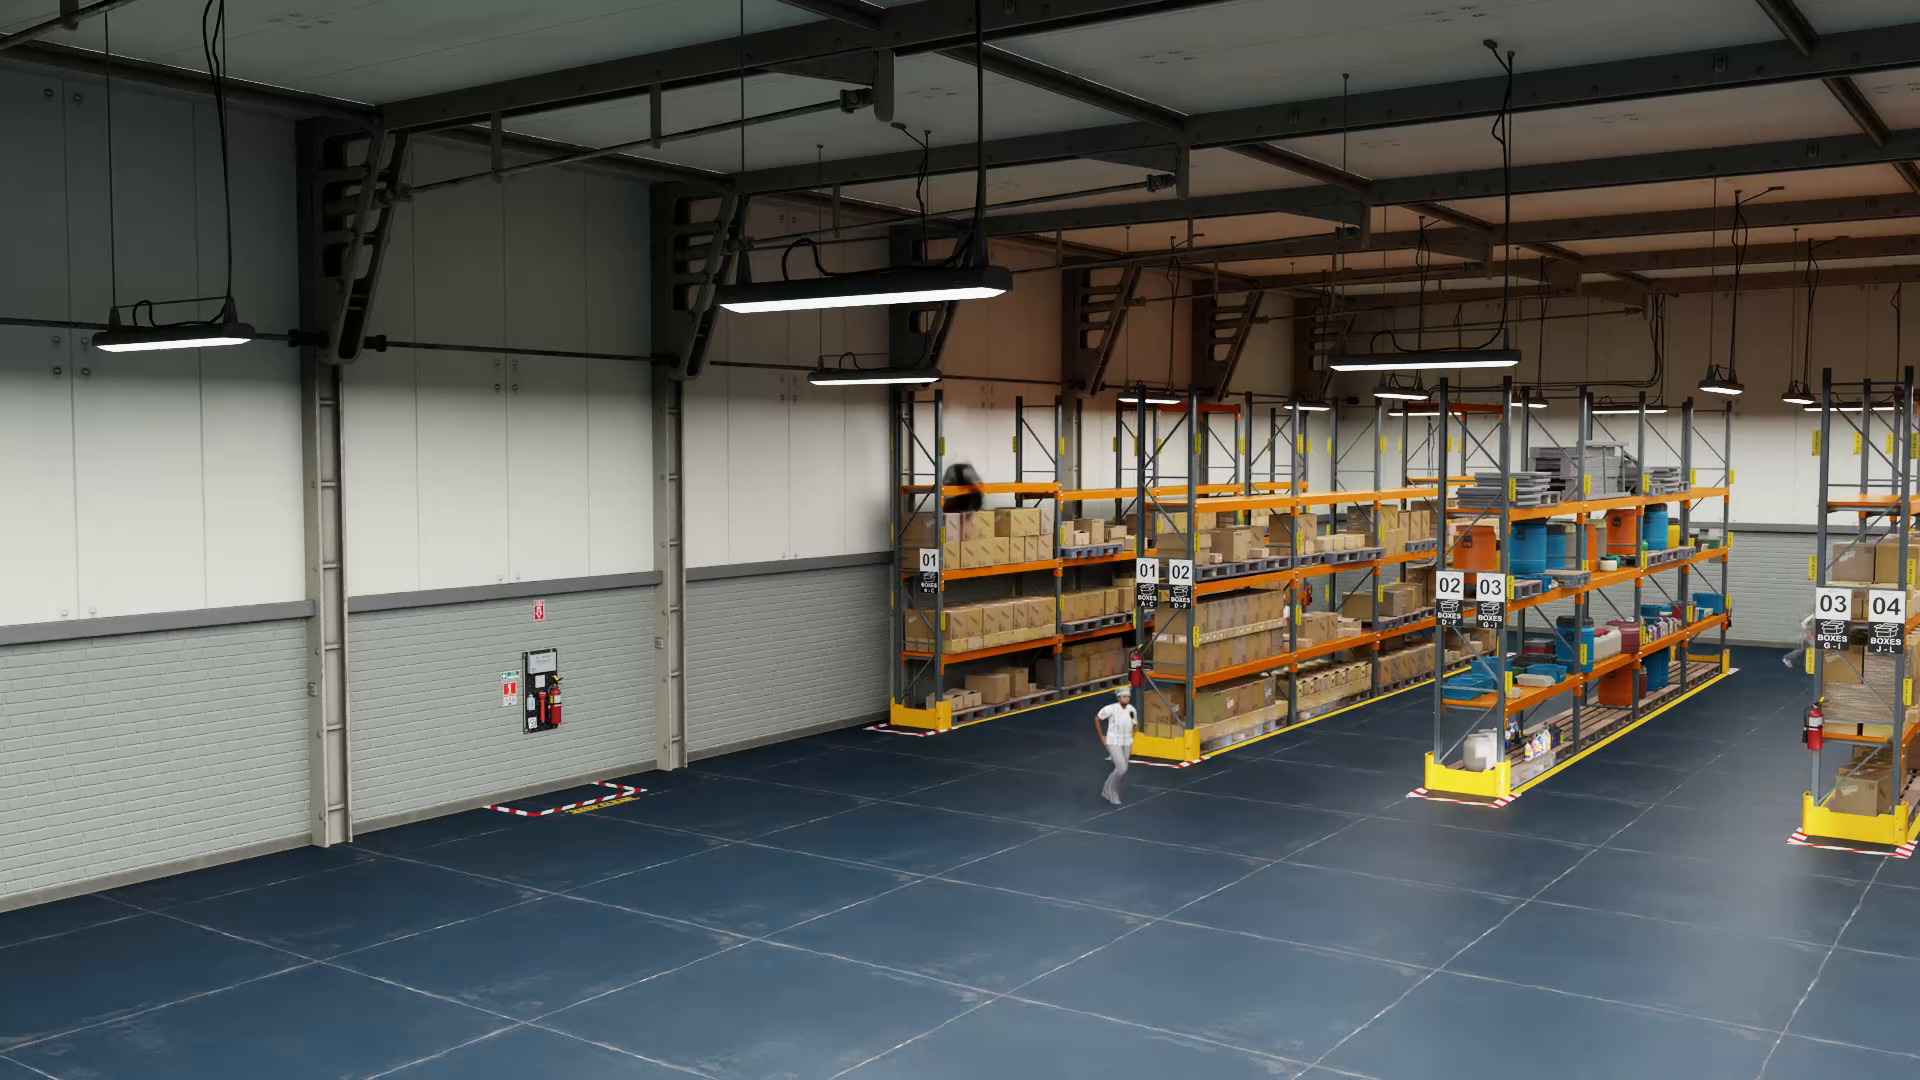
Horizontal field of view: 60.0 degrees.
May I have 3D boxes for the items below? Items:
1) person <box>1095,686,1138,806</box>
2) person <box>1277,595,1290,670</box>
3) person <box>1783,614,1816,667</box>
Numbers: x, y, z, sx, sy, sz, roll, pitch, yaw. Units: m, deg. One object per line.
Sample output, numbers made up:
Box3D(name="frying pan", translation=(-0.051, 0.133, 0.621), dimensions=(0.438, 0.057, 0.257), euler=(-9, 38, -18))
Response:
Box3D(name="person", translation=(2.217, 2.862, 23.177), dimensions=(0.559, 1.683, 0.721), euler=(-2, 4, -29))
Box3D(name="person", translation=(6.984, 2.072, 36.316), dimensions=(0.656, 1.828, 0.705), euler=(2, 4, 32))
Box3D(name="person", translation=(18.877, 2.199, 37.156), dimensions=(0.504, 1.494, 0.918), euler=(-2, 4, -37))
